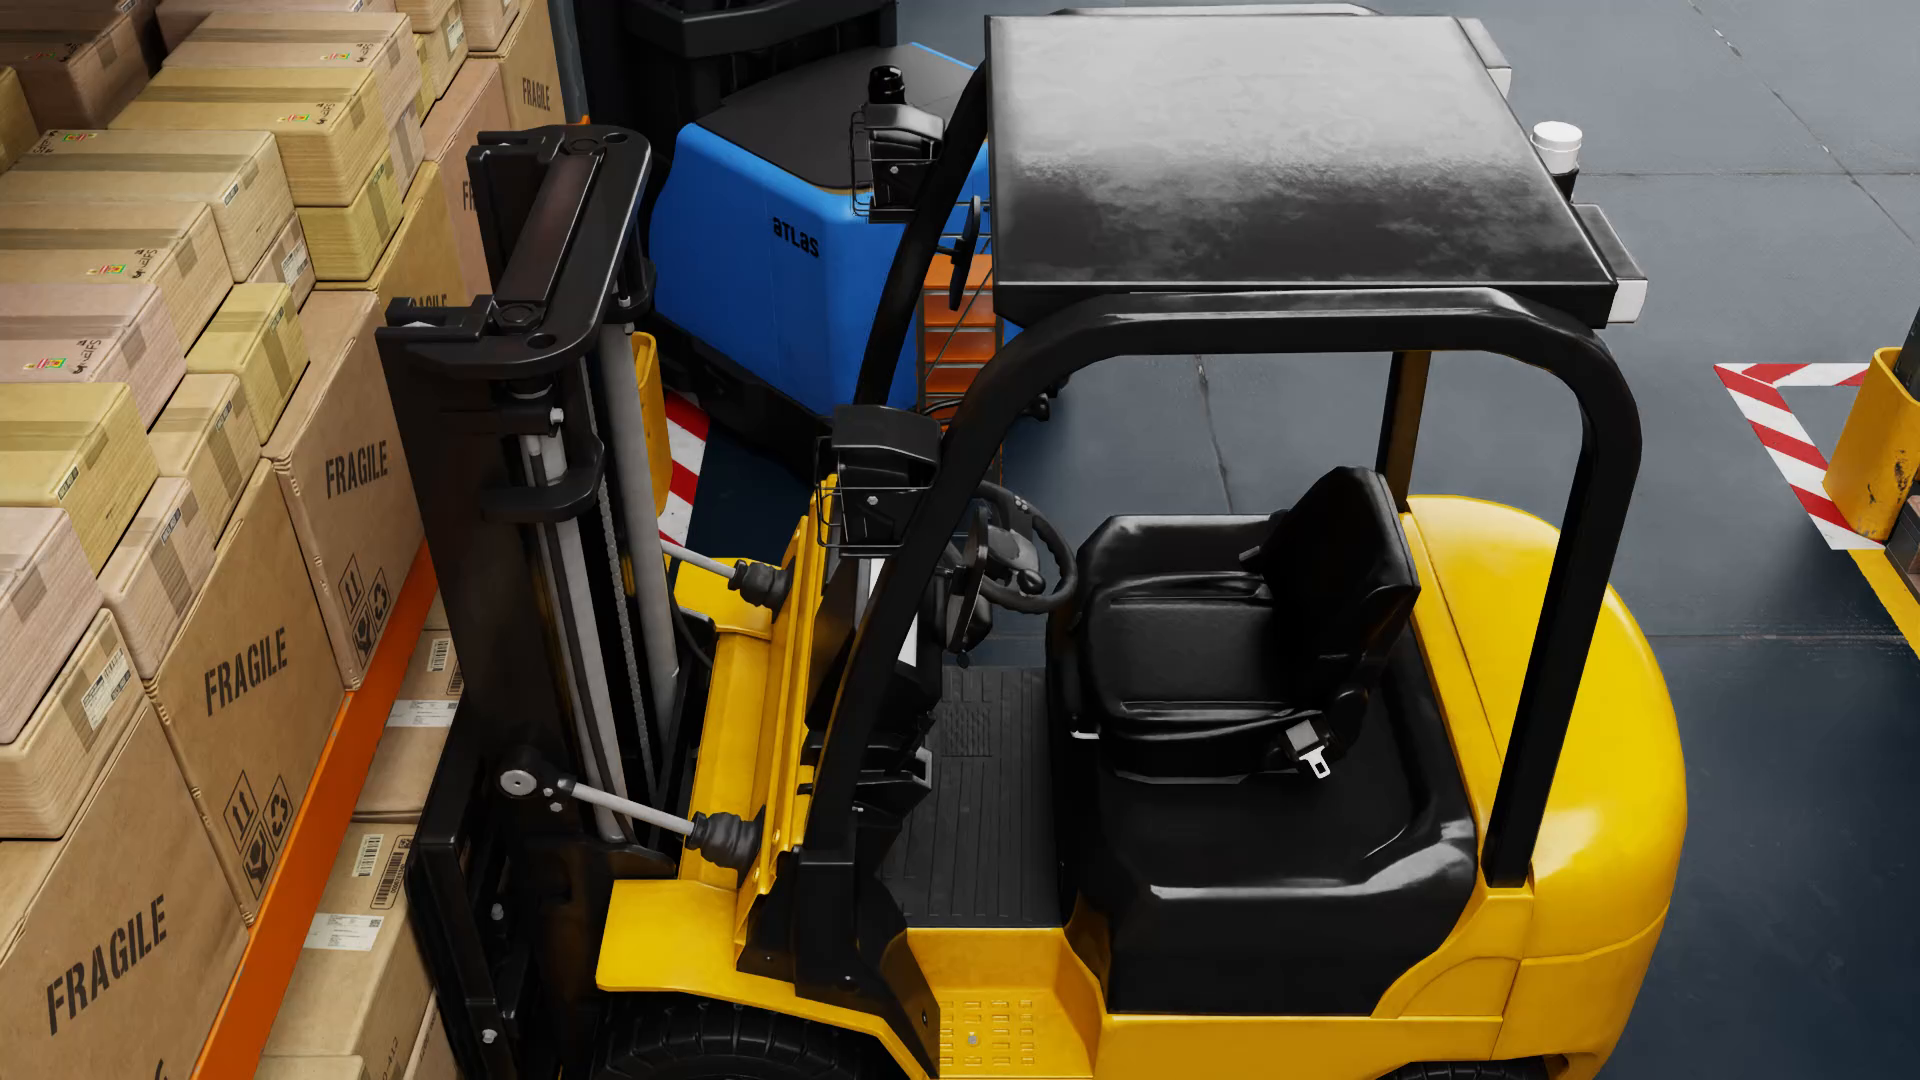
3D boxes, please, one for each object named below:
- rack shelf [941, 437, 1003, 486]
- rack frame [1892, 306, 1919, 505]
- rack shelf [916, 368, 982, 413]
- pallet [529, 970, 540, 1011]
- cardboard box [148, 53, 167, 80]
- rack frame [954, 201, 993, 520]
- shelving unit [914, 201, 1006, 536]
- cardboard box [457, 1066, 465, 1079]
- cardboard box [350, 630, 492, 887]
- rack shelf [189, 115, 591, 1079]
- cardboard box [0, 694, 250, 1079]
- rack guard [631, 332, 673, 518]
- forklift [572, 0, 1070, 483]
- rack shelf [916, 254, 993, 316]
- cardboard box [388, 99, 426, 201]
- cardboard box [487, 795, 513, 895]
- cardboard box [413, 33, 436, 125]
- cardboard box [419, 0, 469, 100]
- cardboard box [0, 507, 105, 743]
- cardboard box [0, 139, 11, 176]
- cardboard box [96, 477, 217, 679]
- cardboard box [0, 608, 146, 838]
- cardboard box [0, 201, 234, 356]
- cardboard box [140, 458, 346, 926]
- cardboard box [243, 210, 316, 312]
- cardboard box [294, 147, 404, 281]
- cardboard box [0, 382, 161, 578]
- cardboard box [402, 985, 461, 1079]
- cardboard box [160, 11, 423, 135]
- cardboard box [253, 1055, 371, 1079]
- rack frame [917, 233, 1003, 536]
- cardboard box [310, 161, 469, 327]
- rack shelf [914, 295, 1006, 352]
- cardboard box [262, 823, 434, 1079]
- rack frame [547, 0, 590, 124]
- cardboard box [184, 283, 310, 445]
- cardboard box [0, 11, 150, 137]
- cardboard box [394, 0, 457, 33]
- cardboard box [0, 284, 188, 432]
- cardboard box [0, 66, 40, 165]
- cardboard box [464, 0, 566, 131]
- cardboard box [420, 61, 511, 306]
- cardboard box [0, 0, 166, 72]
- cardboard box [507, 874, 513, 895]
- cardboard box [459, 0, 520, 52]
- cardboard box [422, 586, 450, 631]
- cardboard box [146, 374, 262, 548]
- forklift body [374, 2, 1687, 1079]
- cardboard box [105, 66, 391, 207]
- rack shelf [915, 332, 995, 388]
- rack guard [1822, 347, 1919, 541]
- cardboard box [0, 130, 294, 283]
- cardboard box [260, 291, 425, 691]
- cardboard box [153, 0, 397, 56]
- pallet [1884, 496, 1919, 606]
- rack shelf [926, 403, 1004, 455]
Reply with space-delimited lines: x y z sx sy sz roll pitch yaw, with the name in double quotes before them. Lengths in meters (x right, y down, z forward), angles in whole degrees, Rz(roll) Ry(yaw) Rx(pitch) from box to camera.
"rack shelf" 0.000 -0.255 5.064 0.258 0.103 0.180 0 39 0
"rack frame" 3.423 -1.324 4.503 1.000 3.000 0.127 0 39 0
"rack shelf" 0.000 -0.443 4.914 0.258 0.103 0.180 0 39 0
"pallet" -1.499 1.010 3.821 1.003 0.211 1.213 0 39 0
"cardboard box" -1.802 -0.917 3.397 0.380 0.149 0.250 -1 39 -2
"rack frame" 0.000 -0.534 4.957 0.240 1.200 0.006 0 39 0
"shelving unit" 0.000 -0.477 4.886 0.258 1.200 0.189 0 39 0
"cardboard box" -1.238 1.151 3.278 0.500 0.250 0.500 1 39 1
"cardboard box" -1.218 0.441 3.365 0.500 0.250 0.500 -1 39 -1
"rack shelf" -1.538 0.214 3.160 1.077 0.370 4.000 0 39 0
"cardboard box" -1.293 0.541 2.096 0.500 0.500 0.500 1 39 1
"rack guard" -1.541 -0.357 5.296 1.175 0.500 0.348 0 39 0
"forklift" -0.992 -2.120 5.552 1.130 2.935 3.031 -31 48 -32
"rack shelf" 0.000 -0.724 4.689 0.258 0.103 0.180 0 39 0
"cardboard box" -1.255 -0.749 3.187 0.380 0.149 0.250 -1 39 -2
"cardboard box" -1.219 0.650 3.504 0.500 0.250 0.500 0 39 0
"cardboard box" -1.302 -0.916 3.396 0.380 0.149 0.250 0 39 0
"cardboard box" -1.291 -1.071 3.589 0.380 0.149 0.250 1 39 1
"cardboard box" -1.237 0.092 1.900 0.380 0.149 0.250 1 39 1
"cardboard box" -1.781 -0.548 2.699 0.380 0.149 0.250 0 39 0
"cardboard box" -1.228 0.049 2.192 0.380 0.149 0.250 0 39 -1
"cardboard box" -1.230 0.213 1.987 0.380 0.149 0.250 1 39 1
"cardboard box" -1.339 -0.385 2.496 0.380 0.149 0.250 0 39 0
"cardboard box" -1.294 0.225 2.491 0.500 0.500 0.500 0 39 0
"cardboard box" -1.324 -0.435 2.795 0.380 0.149 0.250 0 39 0
"cardboard box" -1.234 -0.591 2.990 0.380 0.149 0.250 0 39 0
"cardboard box" -1.265 -0.070 2.103 0.380 0.149 0.250 -1 39 -1
"cardboard box" -1.220 0.966 3.109 0.500 0.250 0.500 0 39 0
"cardboard box" -1.234 -0.866 3.095 0.380 0.149 0.250 1 39 1
"cardboard box" -1.213 1.080 2.567 0.500 0.250 0.500 0 39 0
"rack frame" 0.000 -0.420 4.815 0.240 1.200 0.006 0 39 0
"cardboard box" -1.285 -0.404 3.276 0.500 0.500 0.500 -1 39 -1
"rack shelf" 0.000 -0.630 4.764 0.258 0.103 0.180 0 39 0
"cardboard box" -1.225 0.769 2.955 0.500 0.250 0.500 1 39 1
"rack frame" -1.541 -1.318 4.496 1.000 3.000 0.127 0 39 0
"cardboard box" -1.255 -0.275 2.596 0.380 0.149 0.250 -1 39 -1
"cardboard box" -1.762 -0.867 3.097 0.380 0.149 0.250 1 39 1
"cardboard box" -1.271 -1.184 3.493 0.380 0.149 0.250 1 39 1
"cardboard box" -1.321 -0.230 2.301 0.380 0.149 0.250 0 39 0
"cardboard box" -1.860 -0.703 2.892 0.380 0.149 0.250 -1 39 -1
"cardboard box" -1.278 -1.049 4.081 0.500 0.500 0.500 -1 39 -1
"cardboard box" -1.286 -0.725 3.676 0.500 0.500 0.500 1 39 1
"cardboard box" -1.788 -1.032 3.303 0.380 0.149 0.250 0 39 0
"cardboard box" -1.219 0.834 3.674 0.500 0.250 0.500 1 39 1
"cardboard box" -1.230 -1.233 3.792 0.380 0.149 0.250 1 39 1
"cardboard box" -1.211 0.124 3.760 0.500 0.250 0.500 0 39 1
"cardboard box" -1.246 -0.108 2.388 0.380 0.149 0.250 -1 39 -1
"forklift body" 0.286 0.198 3.283 2.313 2.155 1.214 0 39 0
"cardboard box" -1.228 -0.704 2.893 0.380 0.149 0.250 1 39 1
"rack shelf" 0.000 -0.536 4.839 0.258 0.103 0.180 0 39 0
"rack guard" 3.423 -0.301 5.225 1.175 0.500 0.348 0 39 0
"cardboard box" -1.322 -0.543 2.692 0.380 0.149 0.250 0 39 1
"cardboard box" -1.274 -0.090 2.884 0.500 0.500 0.500 0 39 0
"cardboard box" -1.345 -1.028 3.298 0.380 0.149 0.250 0 39 0
"pallet" 3.389 0.320 4.682 1.003 0.211 1.213 0 39 0
"rack shelf" 0.000 -0.349 4.989 0.258 0.103 0.180 0 39 0
